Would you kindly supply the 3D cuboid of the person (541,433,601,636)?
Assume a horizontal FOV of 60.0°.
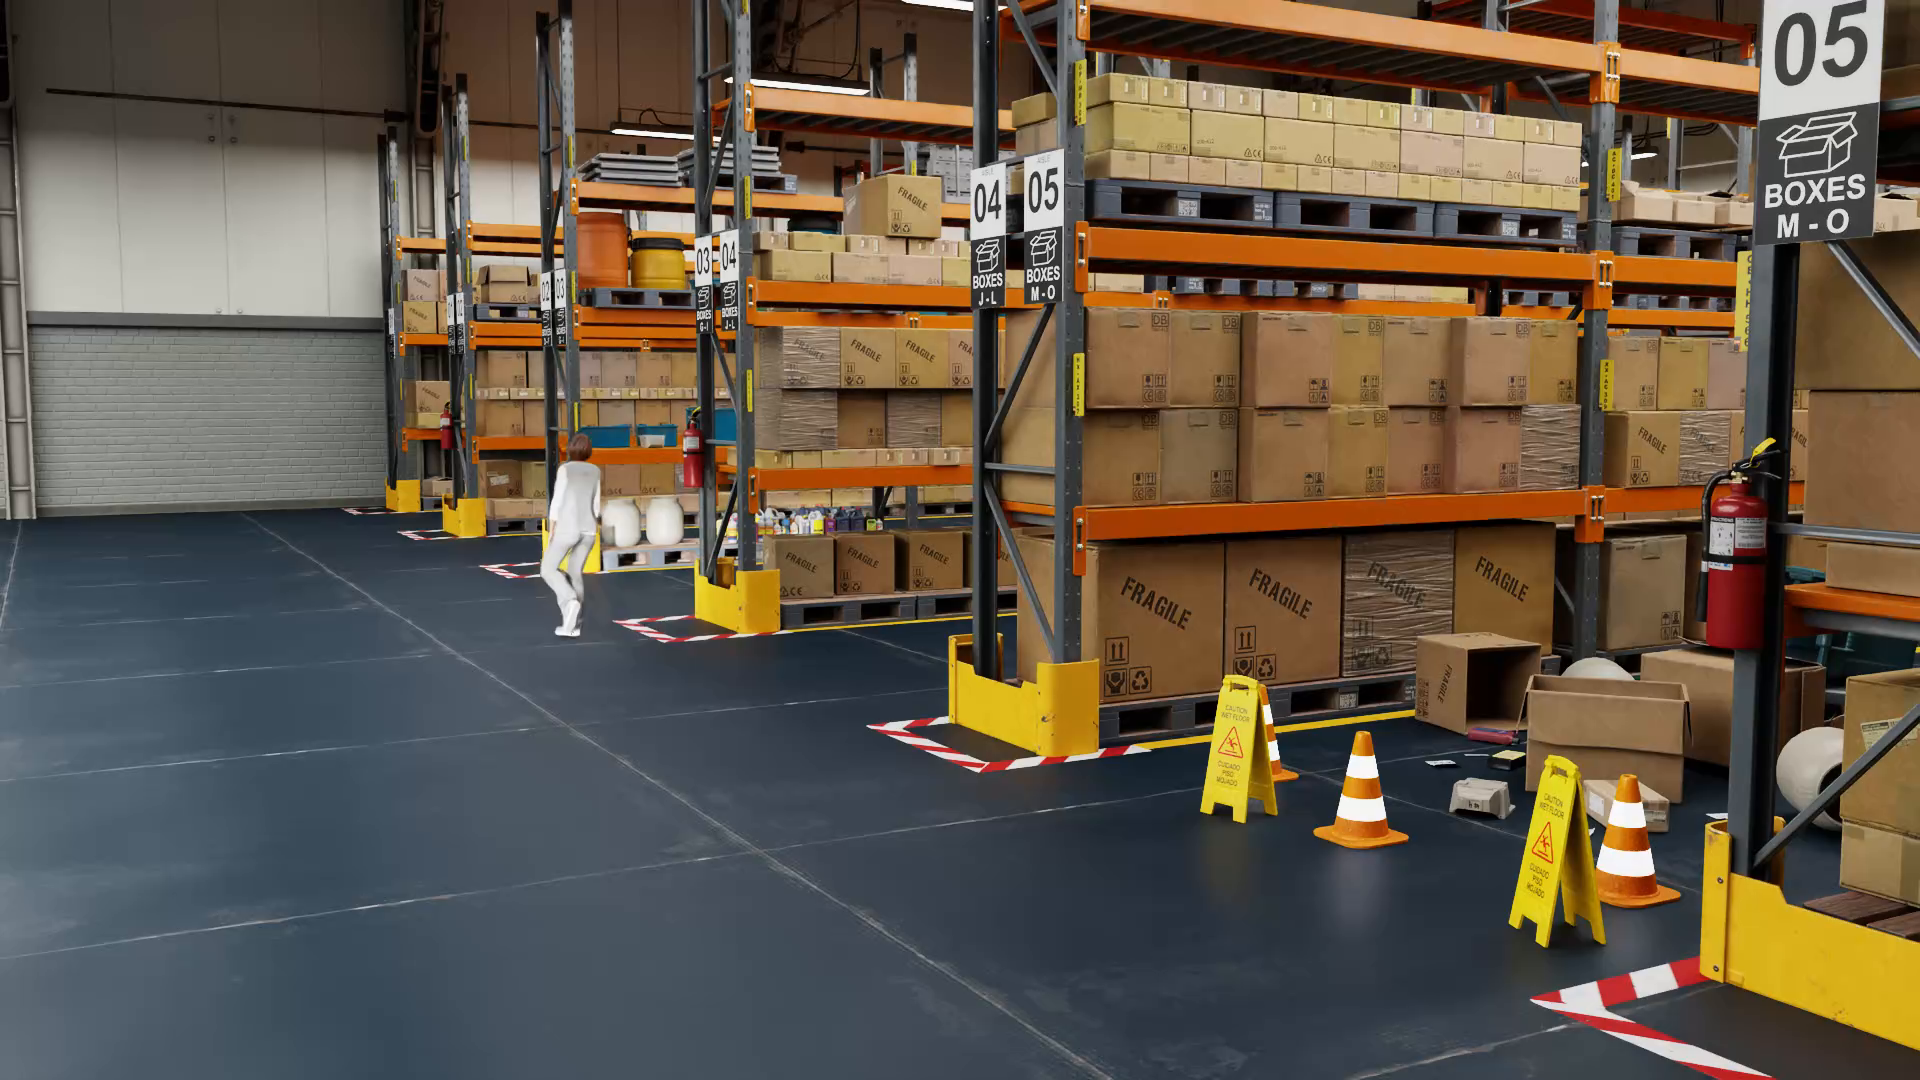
[{"bbox_3d":[-2.977,-0.038,12.909,0.448,1.583,0.463,-5,7,-44],"label":"person"}]
